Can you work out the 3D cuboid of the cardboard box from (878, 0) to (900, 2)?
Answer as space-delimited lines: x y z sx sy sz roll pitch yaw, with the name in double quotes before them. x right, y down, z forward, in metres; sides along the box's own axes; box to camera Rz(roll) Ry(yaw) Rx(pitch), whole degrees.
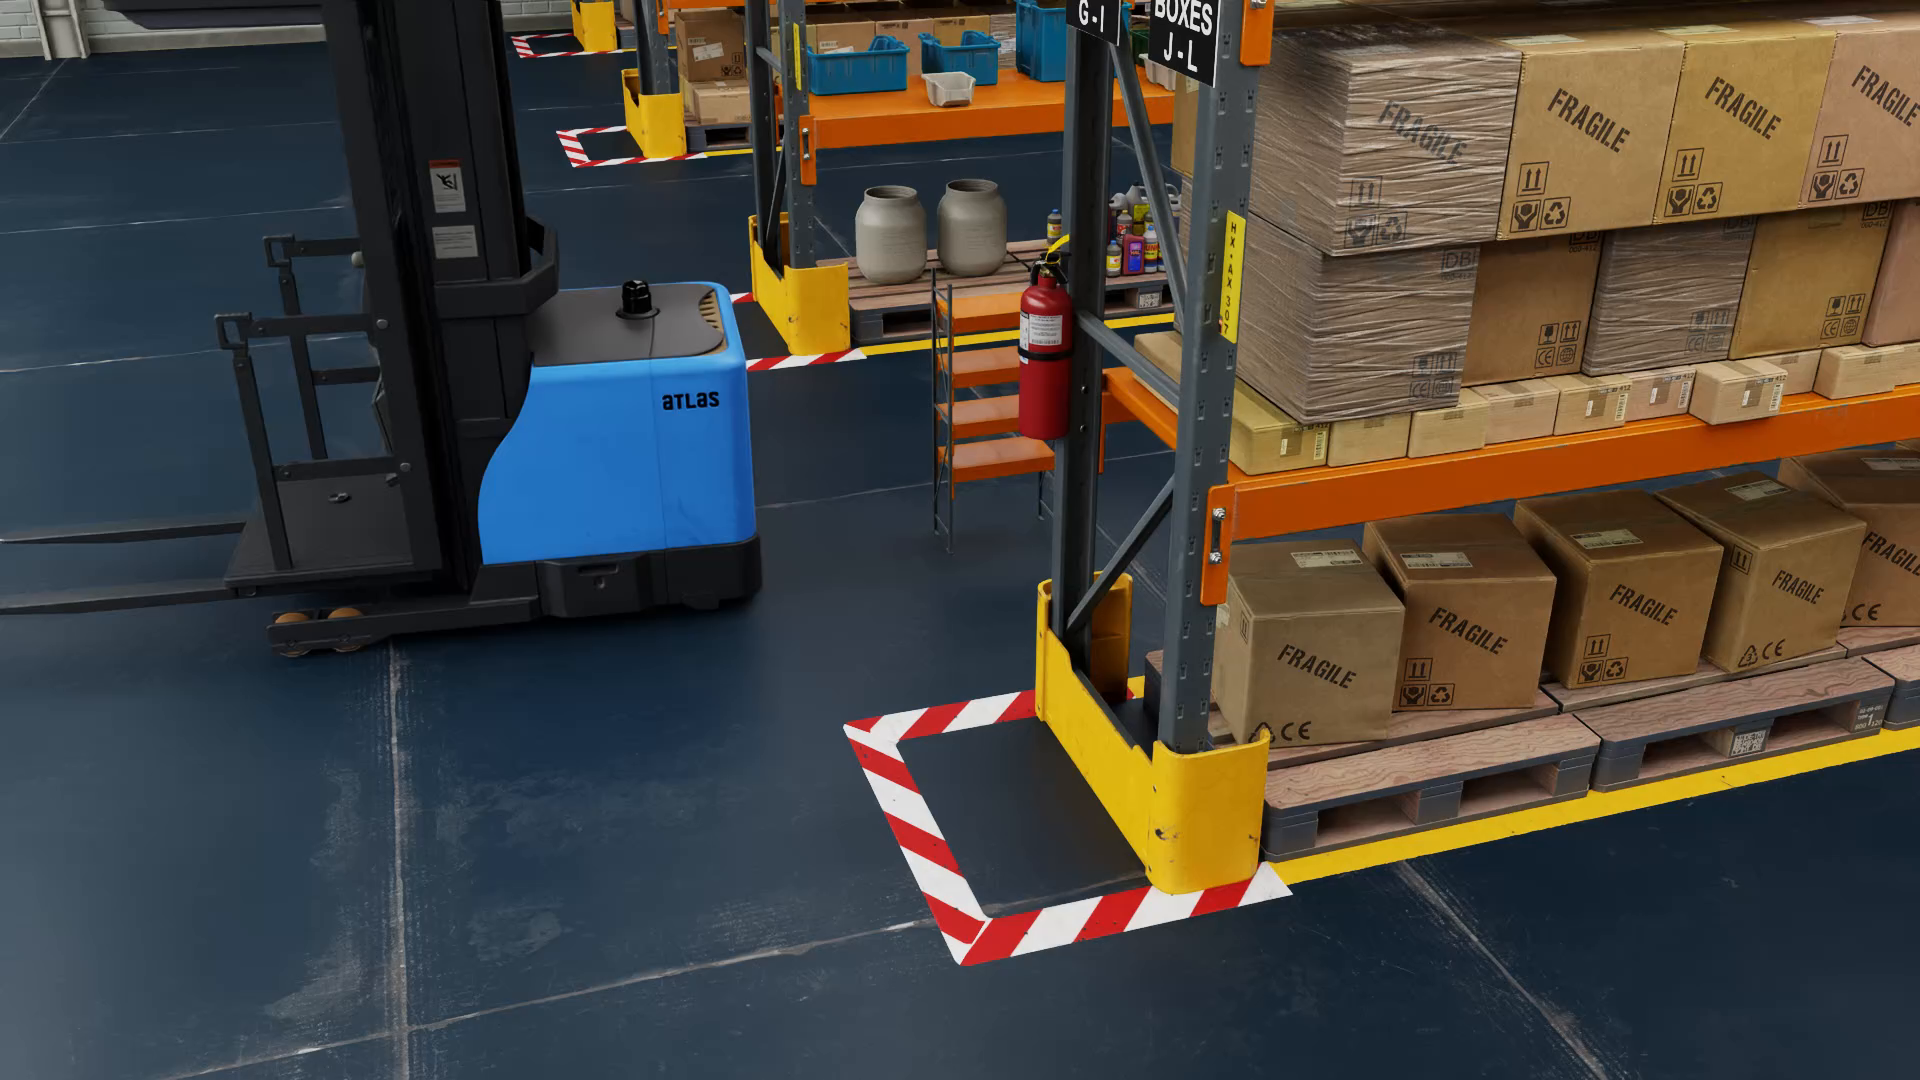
"cardboard box" -0.771 -6.190 19.036 0.250 0.166 0.380 -12 29 -23

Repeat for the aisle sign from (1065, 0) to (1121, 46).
"aisle sign" 0.374 -1.797 4.573 0.004 0.787 0.394 -8 28 -16

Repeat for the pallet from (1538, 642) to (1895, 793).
"pallet" 2.540 0.461 6.084 1.213 0.211 1.003 -8 28 -16

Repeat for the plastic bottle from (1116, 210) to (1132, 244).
"plastic bottle" 1.039 -1.982 10.522 0.097 0.201 0.097 0 26 0

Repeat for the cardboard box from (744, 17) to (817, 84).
"cardboard box" -1.484 -4.045 13.801 0.500 0.500 0.500 -8 28 -16

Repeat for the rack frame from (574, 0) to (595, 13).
"rack frame" -4.075 -6.797 17.568 0.127 3.000 1.000 -8 28 -16

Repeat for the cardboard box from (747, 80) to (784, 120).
"cardboard box" -1.485 -3.710 13.970 0.500 0.250 0.500 -8 28 -16

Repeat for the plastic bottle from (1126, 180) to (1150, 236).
"plastic bottle" 1.139 -2.124 10.639 0.185 0.351 0.144 -7 27 -14

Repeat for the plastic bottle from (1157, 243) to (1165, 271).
"plastic bottle" 1.234 -1.762 10.000 0.097 0.271 0.097 0 26 0

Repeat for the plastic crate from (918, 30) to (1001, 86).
"plastic crate" -0.005 -2.824 9.733 0.408 0.251 0.499 -8 28 -16

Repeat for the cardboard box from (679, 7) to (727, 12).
"cardboard box" -2.848 -5.926 18.342 0.500 0.311 0.500 -6 27 -12

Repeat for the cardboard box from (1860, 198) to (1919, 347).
"cardboard box" 2.952 -1.042 5.528 0.500 0.500 0.875 -8 28 -16

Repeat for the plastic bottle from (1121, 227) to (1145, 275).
"plastic bottle" 1.034 -1.730 9.922 0.133 0.283 0.061 -8 27 -15

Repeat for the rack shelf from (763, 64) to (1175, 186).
"rack shelf" 0.894 -2.562 9.845 4.000 0.370 1.077 -8 28 -16

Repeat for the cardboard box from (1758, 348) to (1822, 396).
"cardboard box" 2.524 -0.596 5.360 0.250 0.149 0.380 -8 28 -16

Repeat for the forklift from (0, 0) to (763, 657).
"forklift" -2.367 -1.122 6.214 3.031 2.935 1.130 -5 27 -10

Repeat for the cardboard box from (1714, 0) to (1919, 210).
"cardboard box" 2.560 -1.307 4.939 0.500 0.500 0.500 -8 28 -16

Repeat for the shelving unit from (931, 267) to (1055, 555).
"shelving unit" 0.157 -0.560 7.029 0.503 1.200 0.258 -8 28 -16

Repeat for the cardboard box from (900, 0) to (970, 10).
"cardboard box" -0.223 -4.477 14.672 0.500 0.500 0.500 -8 28 -16

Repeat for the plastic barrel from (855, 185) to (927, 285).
"plastic barrel" -0.405 -1.805 9.838 0.421 0.512 0.421 0 26 0

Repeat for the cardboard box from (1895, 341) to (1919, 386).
"cardboard box" 3.012 -0.647 5.463 0.250 0.149 0.380 -8 28 -16

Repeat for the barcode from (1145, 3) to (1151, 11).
"barcode" 1.637 -4.621 14.421 0.075 0.075 0.001 -8 28 -16

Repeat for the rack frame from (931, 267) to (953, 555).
"rack frame" -0.075 -0.527 6.961 0.015 1.200 0.240 -8 28 -16

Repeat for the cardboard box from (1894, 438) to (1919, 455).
"cardboard box" 3.937 -0.095 6.408 0.500 0.500 0.500 -9 28 -18

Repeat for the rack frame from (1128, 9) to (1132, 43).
"rack frame" 1.265 -5.254 14.460 0.127 3.000 1.000 -8 28 -16

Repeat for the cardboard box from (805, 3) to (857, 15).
"cardboard box" -1.174 -4.339 14.394 0.500 0.500 0.500 -8 28 -16

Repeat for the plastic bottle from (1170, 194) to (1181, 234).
"plastic bottle" 1.386 -2.057 10.588 0.135 0.276 0.152 -8 28 -16

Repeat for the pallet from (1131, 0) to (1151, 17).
"pallet" 1.630 -6.376 19.857 1.213 0.211 1.003 -8 28 -16

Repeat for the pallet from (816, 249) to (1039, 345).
"pallet" -0.176 -1.499 10.033 1.213 0.211 1.003 -8 28 -16

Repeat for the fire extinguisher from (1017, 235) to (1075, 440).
"fire extinguisher" 0.275 -0.659 5.290 0.183 0.674 0.296 -8 28 -16

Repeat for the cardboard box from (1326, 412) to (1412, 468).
"cardboard box" 1.115 -0.366 4.897 0.250 0.149 0.380 -8 28 -16

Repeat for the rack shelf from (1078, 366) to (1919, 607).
"rack shelf" 2.428 -0.467 5.627 4.000 0.370 1.077 -8 28 -16

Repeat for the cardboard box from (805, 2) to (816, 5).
"cardboard box" -1.799 -6.056 18.787 0.250 0.149 0.380 -11 28 -20

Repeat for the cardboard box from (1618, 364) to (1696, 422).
"cardboard box" 2.058 -0.515 5.197 0.250 0.149 0.380 -8 28 -16

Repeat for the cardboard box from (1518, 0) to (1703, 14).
"cardboard box" 1.923 -1.459 5.245 0.500 0.500 0.500 -8 28 -16

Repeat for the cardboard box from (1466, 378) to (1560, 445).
"cardboard box" 1.588 -0.438 5.041 0.250 0.149 0.380 -8 28 -16

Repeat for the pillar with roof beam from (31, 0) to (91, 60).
"pillar with roof beam" -8.050 -7.300 11.834 0.400 9.000 9.100 -8 28 -16

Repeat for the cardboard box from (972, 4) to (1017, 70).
"cardboard box" 0.413 -4.326 14.368 0.500 0.500 0.500 -8 28 -16

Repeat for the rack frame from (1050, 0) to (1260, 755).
"rack frame" 0.526 -0.514 4.912 0.127 3.000 1.000 -8 28 -16

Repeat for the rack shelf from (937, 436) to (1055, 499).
"rack shelf" 0.157 -0.322 7.147 0.480 0.148 0.258 -8 28 -16

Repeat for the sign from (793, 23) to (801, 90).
"sign" -0.841 -2.499 8.599 0.005 0.325 0.100 -8 28 -16

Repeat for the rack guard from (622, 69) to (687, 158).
"rack guard" -2.561 -3.580 13.900 0.348 0.500 1.175 -8 28 -16

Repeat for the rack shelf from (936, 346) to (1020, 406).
"rack shelf" 0.157 -0.700 6.960 0.480 0.148 0.258 -8 28 -16

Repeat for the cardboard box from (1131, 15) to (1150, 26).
"cardboard box" 1.562 -4.639 15.210 0.500 0.311 0.500 -8 28 -16

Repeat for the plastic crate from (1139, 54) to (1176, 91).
"plastic crate" 1.330 -2.710 9.633 0.437 0.136 0.530 -8 28 -16

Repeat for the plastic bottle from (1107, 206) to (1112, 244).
"plastic bottle" 0.885 -2.005 10.476 0.133 0.283 0.061 -8 28 -16

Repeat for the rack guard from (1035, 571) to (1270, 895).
"rack guard" 0.599 0.595 5.489 0.348 0.500 1.175 -8 28 -16

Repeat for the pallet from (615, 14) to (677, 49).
"pallet" -3.220 -5.656 18.405 1.213 0.211 1.003 -8 28 -16

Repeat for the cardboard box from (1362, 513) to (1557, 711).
"cardboard box" 1.683 0.242 5.729 0.500 0.500 0.500 -1 26 -3

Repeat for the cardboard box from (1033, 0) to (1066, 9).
"cardboard box" 0.728 -4.615 14.949 0.500 0.500 0.500 -8 28 -16

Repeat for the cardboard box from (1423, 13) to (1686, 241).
"cardboard box" 1.611 -1.166 4.655 0.500 0.500 0.500 -8 28 -16

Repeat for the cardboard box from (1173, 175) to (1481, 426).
"cardboard box" 1.058 -0.756 4.953 0.500 0.500 0.875 -8 28 -16

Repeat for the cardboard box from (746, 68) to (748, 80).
"cardboard box" -1.648 -3.932 14.418 0.500 0.250 0.500 -8 28 -16

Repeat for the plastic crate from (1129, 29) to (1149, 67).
"plastic crate" 1.418 -2.997 10.151 0.662 0.188 0.450 -8 28 -16

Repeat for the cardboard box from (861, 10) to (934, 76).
"cardboard box" -0.532 -4.181 14.075 0.500 0.500 0.500 -8 28 -16

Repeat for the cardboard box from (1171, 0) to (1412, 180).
"cardboard box" 0.973 -1.320 4.965 0.500 0.500 0.500 -8 28 -16

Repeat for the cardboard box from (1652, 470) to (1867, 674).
"cardboard box" 2.829 0.105 6.003 0.500 0.500 0.500 -11 28 -21

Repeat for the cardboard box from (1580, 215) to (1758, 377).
"cardboard box" 1.985 -0.927 5.296 0.500 0.500 0.875 -8 28 -16
